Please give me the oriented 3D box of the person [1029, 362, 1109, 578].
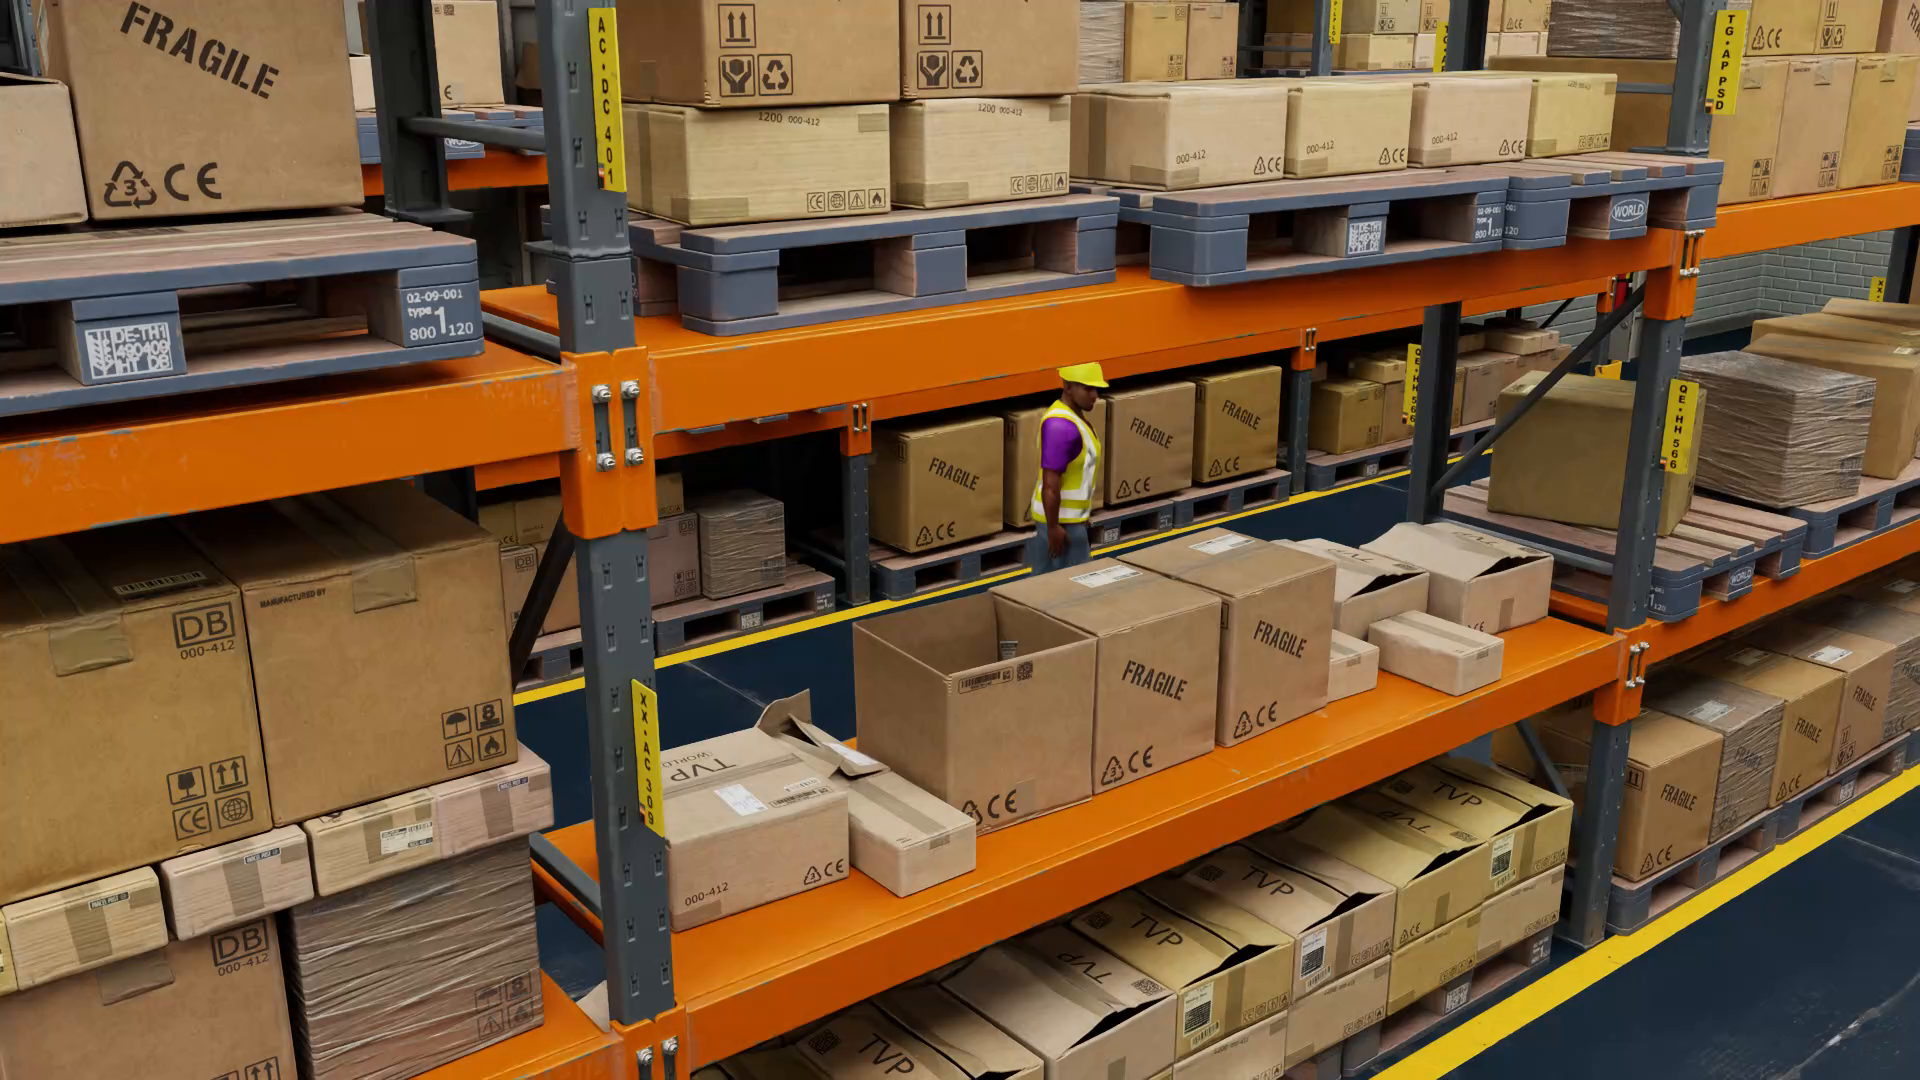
[{"bbox_3d":[0.504,-0.097,8.853,0.534,1.818,0.595,1,18,2],"label":"person"}]
